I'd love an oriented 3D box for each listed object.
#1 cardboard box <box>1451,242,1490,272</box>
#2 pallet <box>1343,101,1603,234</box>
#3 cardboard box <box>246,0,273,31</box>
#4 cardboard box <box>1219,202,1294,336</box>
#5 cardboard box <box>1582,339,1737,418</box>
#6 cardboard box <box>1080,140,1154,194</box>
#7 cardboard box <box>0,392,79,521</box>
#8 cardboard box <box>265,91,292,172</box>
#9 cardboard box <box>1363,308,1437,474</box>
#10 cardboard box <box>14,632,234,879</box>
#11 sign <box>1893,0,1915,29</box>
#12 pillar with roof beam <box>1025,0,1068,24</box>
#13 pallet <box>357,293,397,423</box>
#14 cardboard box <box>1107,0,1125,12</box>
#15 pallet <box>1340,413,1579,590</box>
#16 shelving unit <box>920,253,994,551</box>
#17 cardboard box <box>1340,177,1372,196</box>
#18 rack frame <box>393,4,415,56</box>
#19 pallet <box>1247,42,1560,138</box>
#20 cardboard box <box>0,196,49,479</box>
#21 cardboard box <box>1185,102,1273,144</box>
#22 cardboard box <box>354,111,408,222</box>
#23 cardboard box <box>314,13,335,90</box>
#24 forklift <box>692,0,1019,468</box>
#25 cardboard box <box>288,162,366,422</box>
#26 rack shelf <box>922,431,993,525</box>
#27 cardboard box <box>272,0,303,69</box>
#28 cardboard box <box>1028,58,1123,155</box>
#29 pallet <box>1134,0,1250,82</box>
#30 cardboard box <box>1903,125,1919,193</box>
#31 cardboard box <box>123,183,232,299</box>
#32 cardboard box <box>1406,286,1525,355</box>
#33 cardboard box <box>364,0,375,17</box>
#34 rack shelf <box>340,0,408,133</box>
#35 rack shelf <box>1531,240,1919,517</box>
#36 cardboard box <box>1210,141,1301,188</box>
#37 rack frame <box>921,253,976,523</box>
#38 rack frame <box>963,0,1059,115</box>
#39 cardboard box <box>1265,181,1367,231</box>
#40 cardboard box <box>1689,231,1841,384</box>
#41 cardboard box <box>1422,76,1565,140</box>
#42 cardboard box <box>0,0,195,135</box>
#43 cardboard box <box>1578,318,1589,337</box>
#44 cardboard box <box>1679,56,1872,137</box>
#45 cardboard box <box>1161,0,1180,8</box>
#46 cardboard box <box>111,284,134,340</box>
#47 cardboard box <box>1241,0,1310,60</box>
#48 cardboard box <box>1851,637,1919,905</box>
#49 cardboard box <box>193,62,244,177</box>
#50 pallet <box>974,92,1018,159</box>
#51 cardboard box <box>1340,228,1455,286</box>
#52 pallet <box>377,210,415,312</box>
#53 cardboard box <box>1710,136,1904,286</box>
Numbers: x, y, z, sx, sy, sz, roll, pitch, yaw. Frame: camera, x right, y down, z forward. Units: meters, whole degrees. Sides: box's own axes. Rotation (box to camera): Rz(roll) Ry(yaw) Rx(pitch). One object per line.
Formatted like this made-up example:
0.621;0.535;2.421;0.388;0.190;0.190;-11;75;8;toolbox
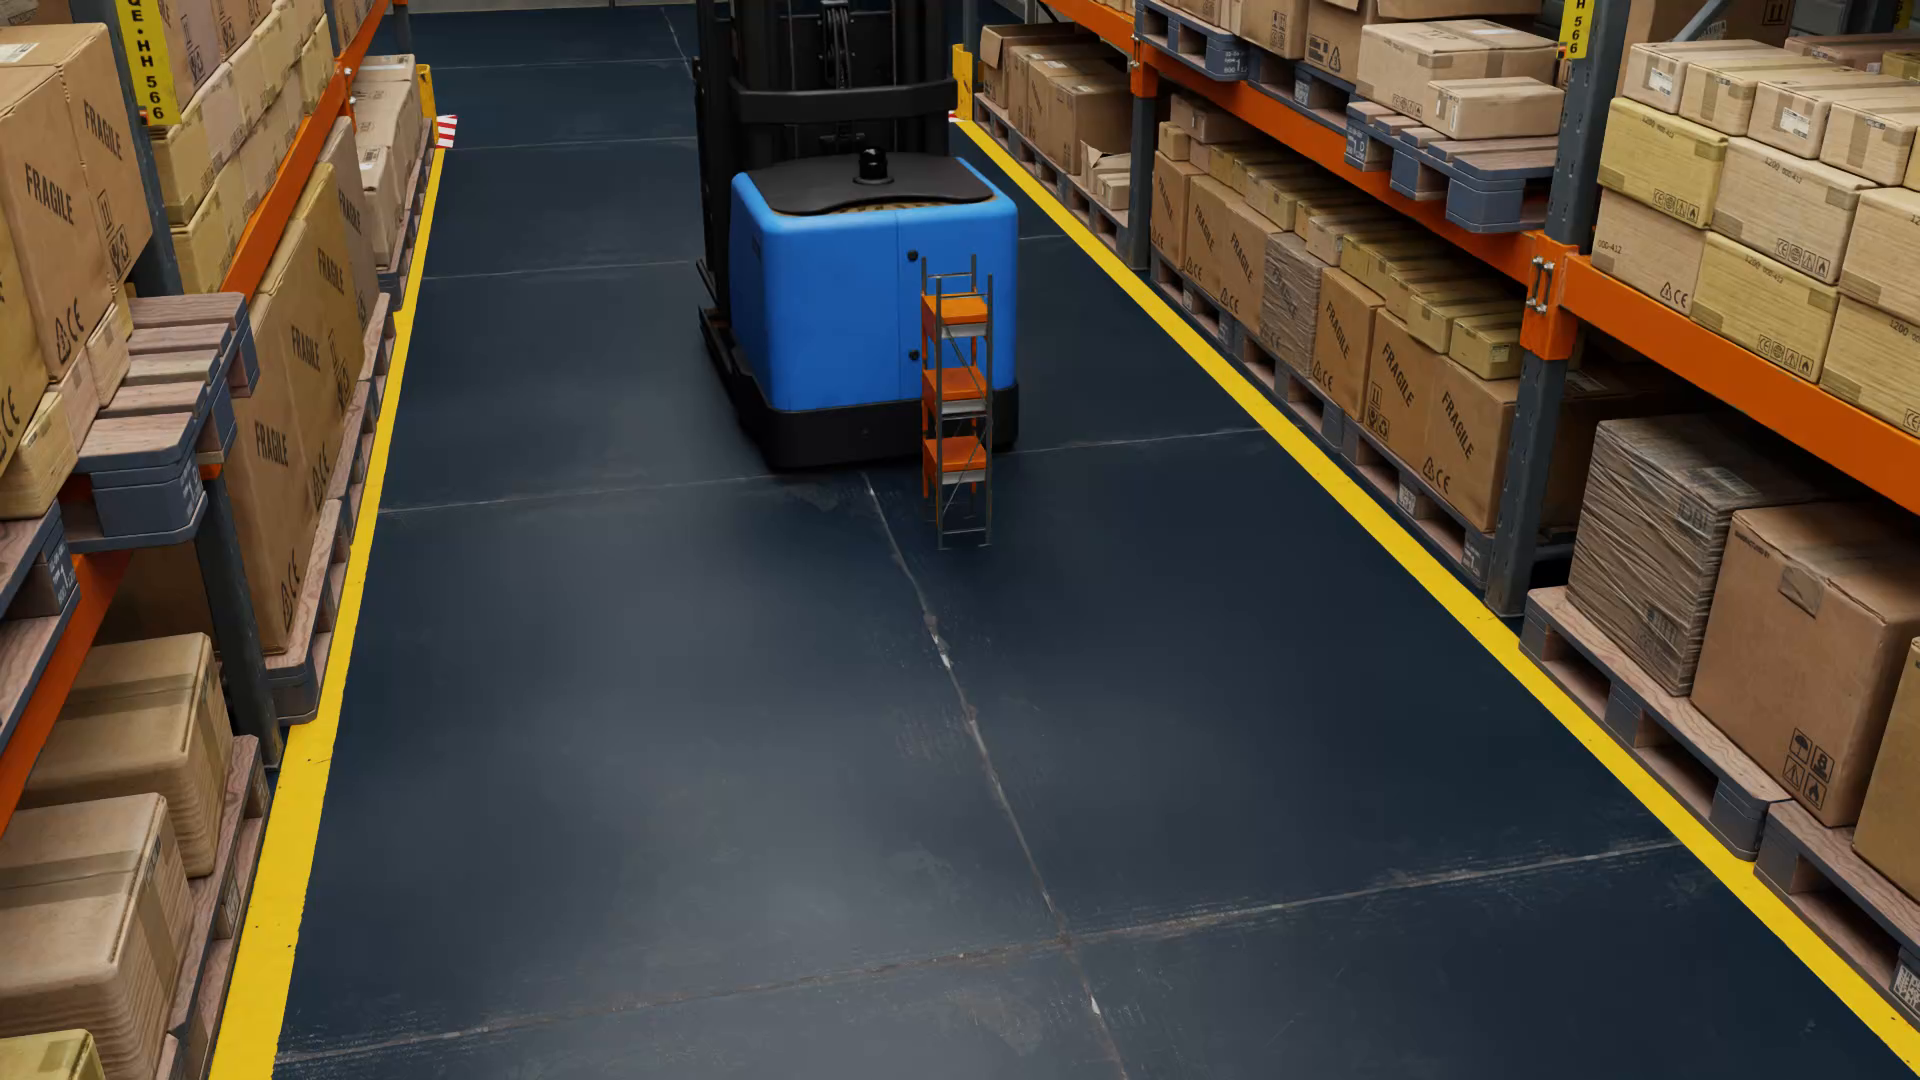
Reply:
2.268;-1.221;6.927;0.380;0.149;0.250;-7;28;-13;cardboard box
2.106;-1.345;5.798;1.213;0.211;1.003;-6;27;-12;pallet
-2.714;-2.034;5.730;0.500;0.500;0.500;-6;27;-11;cardboard box
1.553;-1.280;7.765;0.500;0.500;0.500;-7;28;-13;cardboard box
2.505;-0.425;6.071;0.500;0.500;0.500;-5;27;-10;cardboard box
0.933;-2.234;9.916;0.396;0.266;0.258;-5;27;-10;cardboard box
-1.849;-0.142;3.016;0.380;0.149;0.250;-5;27;-11;cardboard box
-2.734;-1.478;6.017;0.500;0.250;0.500;-6;27;-12;cardboard box
1.919;-0.596;6.410;0.500;0.500;0.500;-6;27;-12;cardboard box
-2.391;0.600;4.182;0.950;0.372;0.625;-8;28;-15;cardboard box
2.867;-1.715;5.033;0.100;0.325;0.005;-6;27;-12;sign
-3.400;-8.168;12.446;9.100;9.000;0.400;-6;27;-12;pillar with roof beam
-3.162;-0.814;7.629;1.003;0.211;1.213;-6;27;-12;pallet
1.028;-3.010;9.164;0.380;0.149;0.250;-5;27;-10;cardboard box
2.195;-0.227;6.465;1.003;0.211;1.213;-6;27;-12;pallet
-0.012;-0.492;6.060;0.215;1.050;0.252;-6;27;-12;shelving unit
2.010;-1.668;7.814;0.380;0.149;0.250;-5;27;-10;cardboard box
-4.311;-4.146;11.136;1.000;3.000;0.127;-6;27;-12;rack frame
1.884;-1.908;6.913;1.003;0.211;1.213;-6;27;-12;pallet
-1.893;-0.380;2.768;0.500;0.500;0.500;-8;28;-15;cardboard box
1.352;-2.096;8.332;0.380;0.149;0.250;-7;28;-14;cardboard box
-3.649;-2.113;9.486;0.875;0.438;0.875;-7;28;-13;cardboard box
-3.063;-2.152;7.351;0.500;0.250;0.500;-7;28;-13;cardboard box
-0.654;-2.243;7.440;1.130;2.935;3.031;-7;28;-14;forklift
-2.981;-0.969;6.734;0.875;0.875;0.875;-5;27;-10;cardboard box
-0.012;-0.235;6.190;0.215;0.259;0.240;-6;27;-12;rack shelf
-2.831;-1.932;6.361;0.500;0.250;0.500;-5;27;-10;cardboard box
0.746;-2.824;10.824;0.500;0.500;0.500;-5;27;-11;cardboard box
1.499;-2.448;7.985;1.003;0.211;1.213;-6;27;-12;pallet
2.413;-0.856;3.787;0.380;0.149;0.250;-6;27;-11;cardboard box
-2.374;-0.808;4.688;0.500;0.250;0.500;-6;27;-12;cardboard box
1.877;-0.809;6.112;0.380;0.149;0.250;-7;28;-14;cardboard box
-3.476;-3.108;8.967;0.500;0.500;0.500;-6;27;-11;cardboard box
-3.861;-2.947;9.558;1.077;0.370;4.000;-6;27;-12;rack shelf
2.778;0.059;3.602;1.077;0.370;4.000;-6;27;-12;rack shelf
1.454;-1.847;8.169;0.380;0.149;0.250;-7;28;-14;cardboard box
-0.040;-0.546;6.166;0.200;1.050;0.008;-6;27;-12;rack frame
0.524;-4.652;12.138;1.000;3.000;0.127;-6;27;-12;rack frame
1.602;-1.506;7.492;0.380;0.149;0.250;-5;27;-10;cardboard box
2.297;-0.632;4.340;0.500;0.250;0.500;-7;28;-13;cardboard box
1.805;-1.465;5.636;0.380;0.149;0.250;-5;27;-11;cardboard box
-2.381;-1.367;4.408;0.500;0.500;0.500;-7;28;-13;cardboard box
2.479;-0.881;6.255;0.380;0.149;0.250;-5;27;-10;cardboard box
2.173;-1.187;4.442;0.380;0.149;0.250;-5;27;-10;cardboard box
1.316;-2.893;8.076;0.700;0.500;0.500;-5;27;-10;cardboard box
-2.074;-0.479;3.683;0.380;0.149;0.250;-6;27;-11;cardboard box
1.610;-2.321;6.943;0.700;0.500;0.500;-6;27;-12;cardboard box
2.761;0.590;3.922;0.875;0.625;0.625;-7;28;-14;cardboard box
-2.497;-1.265;5.039;0.500;0.250;0.500;-5;27;-10;cardboard box
0.722;-3.024;12.007;1.003;0.211;1.213;-6;27;-12;pallet
1.789;-1.159;6.805;0.380;0.149;0.250;-6;27;-12;cardboard box
-3.505;-1.487;8.962;1.003;0.211;1.213;-6;27;-12;pallet
2.300;-0.857;4.230;0.500;0.250;0.500;-5;27;-10;cardboard box
